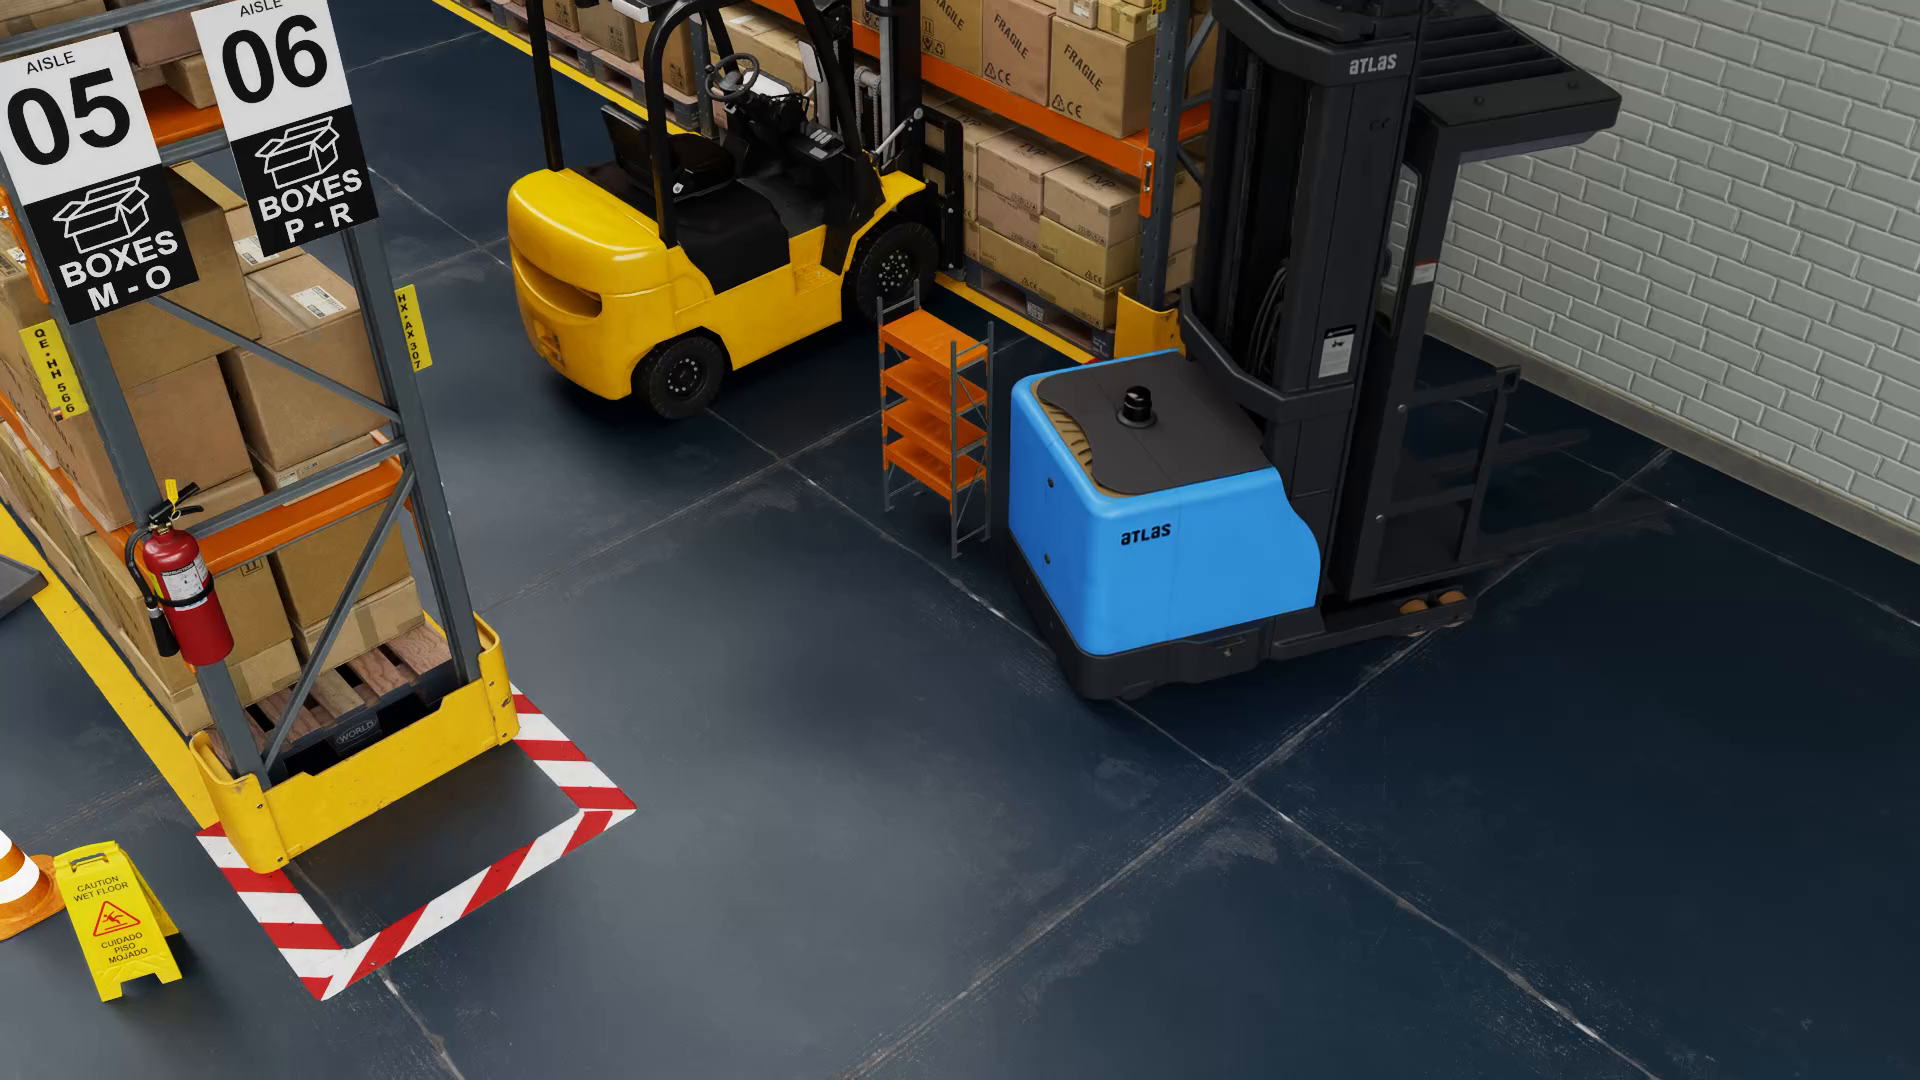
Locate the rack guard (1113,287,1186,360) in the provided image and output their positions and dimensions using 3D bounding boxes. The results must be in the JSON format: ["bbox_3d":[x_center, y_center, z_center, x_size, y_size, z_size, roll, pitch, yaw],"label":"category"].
[{"bbox_3d":[1.356,-1.290,9.158,1.175,0.500,0.348,-30,48,-32],"label":"rack guard"}]

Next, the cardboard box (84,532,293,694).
[{"bbox_3d":[-3.048,0.192,6.591,0.500,0.500,0.500,-30,47,-31],"label":"cardboard box"}]

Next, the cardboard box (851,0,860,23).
[{"bbox_3d":[-0.550,-3.380,9.676,0.500,0.500,0.500,-30,48,-32],"label":"cardboard box"}]

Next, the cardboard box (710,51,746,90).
[{"bbox_3d":[-1.266,-3.058,10.814,0.500,0.250,0.500,-30,48,-32],"label":"cardboard box"}]

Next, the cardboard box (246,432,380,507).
[{"bbox_3d":[-2.391,-0.310,6.155,0.380,0.149,0.250,-30,48,-32],"label":"cardboard box"}]

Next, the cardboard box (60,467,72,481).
[{"bbox_3d":[-3.135,-0.345,6.198,0.380,0.149,0.250,-31,48,-32],"label":"cardboard box"}]

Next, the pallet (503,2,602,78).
[{"bbox_3d":[-2.722,-3.930,12.655,1.003,0.211,1.213,-30,48,-32],"label":"pallet"}]

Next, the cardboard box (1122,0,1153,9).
[{"bbox_3d":[0.942,-2.757,8.152,0.380,0.149,0.250,-30,48,-32],"label":"cardboard box"}]

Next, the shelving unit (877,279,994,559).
[{"bbox_3d":[-0.112,-0.543,7.676,0.258,1.200,0.503,-30,48,-32],"label":"shelving unit"}]

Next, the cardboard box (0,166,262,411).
[{"bbox_3d":[-2.820,-0.850,5.511,0.700,0.500,0.500,-31,48,-33],"label":"cardboard box"}]

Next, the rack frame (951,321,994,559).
[{"bbox_3d":[0.053,-0.430,7.536,0.240,1.200,0.015,-30,48,-32],"label":"rack frame"}]

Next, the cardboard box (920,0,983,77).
[{"bbox_3d":[0.123,-2.910,9.094,0.500,0.500,0.500,-31,48,-32],"label":"cardboard box"}]

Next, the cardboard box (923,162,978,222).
[{"bbox_3d":[0.084,-2.121,9.653,0.500,0.250,0.500,-31,48,-33],"label":"cardboard box"}]

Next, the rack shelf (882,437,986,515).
[{"bbox_3d":[-0.112,-0.337,7.843,0.258,0.148,0.480,-30,48,-32],"label":"rack shelf"}]

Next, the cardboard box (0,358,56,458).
[{"bbox_3d":[-3.219,-0.685,6.103,0.500,0.500,0.500,-30,48,-32],"label":"cardboard box"}]

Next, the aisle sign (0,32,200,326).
[{"bbox_3d":[-2.486,-1.022,4.767,0.394,0.787,0.004,-30,48,-32],"label":"aisle sign"}]

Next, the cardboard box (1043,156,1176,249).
[{"bbox_3d":[0.799,-1.837,8.904,0.500,0.250,0.500,-28,47,-30],"label":"cardboard box"}]

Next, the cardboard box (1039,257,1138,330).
[{"bbox_3d":[0.789,-1.451,9.221,0.500,0.250,0.500,-30,47,-31],"label":"cardboard box"}]

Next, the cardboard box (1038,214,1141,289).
[{"bbox_3d":[0.780,-1.655,9.075,0.500,0.250,0.500,-31,48,-32],"label":"cardboard box"}]

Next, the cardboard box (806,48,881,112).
[{"bbox_3d":[-0.586,-2.784,10.076,0.500,0.250,0.500,-28,47,-30],"label":"cardboard box"}]

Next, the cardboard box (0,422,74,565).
[{"bbox_3d":[-3.739,-0.285,7.181,0.500,0.500,0.500,-31,48,-33],"label":"cardboard box"}]

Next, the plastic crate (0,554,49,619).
[{"bbox_3d":[-4.561,0.197,7.651,0.583,0.080,0.402,18,42,21],"label":"plastic crate"}]

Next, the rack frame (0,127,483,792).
[{"bbox_3d":[-2.314,-0.163,5.772,1.000,3.000,0.127,-30,48,-32],"label":"rack frame"}]

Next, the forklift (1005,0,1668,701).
[{"bbox_3d":[1.781,-1.011,6.877,3.031,2.935,1.130,-12,40,-15],"label":"forklift"}]

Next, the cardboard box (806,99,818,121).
[{"bbox_3d":[-0.592,-2.589,10.232,0.500,0.250,0.500,-30,48,-32],"label":"cardboard box"}]

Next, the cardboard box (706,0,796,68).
[{"bbox_3d":[-1.270,-3.251,10.654,0.500,0.250,0.500,-31,48,-32],"label":"cardboard box"}]

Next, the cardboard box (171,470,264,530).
[{"bbox_3d":[-2.724,-0.147,5.953,0.380,0.149,0.250,-28,47,-30],"label":"cardboard box"}]

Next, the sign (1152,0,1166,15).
[{"bbox_3d":[0.931,-2.592,7.670,0.100,0.325,0.005,-30,48,-32],"label":"sign"}]

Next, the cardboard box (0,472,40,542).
[{"bbox_3d":[-4.089,-0.233,7.714,0.500,0.250,0.500,-31,48,-32],"label":"cardboard box"}]

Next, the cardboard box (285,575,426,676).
[{"bbox_3d":[-2.656,0.253,7.112,0.500,0.250,0.500,-30,48,-32],"label":"cardboard box"}]

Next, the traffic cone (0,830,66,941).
[{"bbox_3d":[-3.555,1.173,6.137,0.336,0.463,0.334,-30,48,-32],"label":"traffic cone"}]

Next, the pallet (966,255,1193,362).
[{"bbox_3d":[0.792,-1.525,9.678,1.003,0.211,1.213,-30,48,-32],"label":"pallet"}]

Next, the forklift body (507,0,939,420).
[{"bbox_3d":[-1.287,-2.046,8.780,2.313,2.155,1.214,-30,48,-32],"label":"forklift body"}]

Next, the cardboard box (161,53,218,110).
[{"bbox_3d":[-2.299,-1.524,5.270,0.380,0.149,0.250,-30,48,-32],"label":"cardboard box"}]

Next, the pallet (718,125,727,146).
[{"bbox_3d":[-0.859,-2.655,11.077,1.003,0.211,1.213,-30,48,-32],"label":"pallet"}]

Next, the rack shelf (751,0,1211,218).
[{"bbox_3d":[-0.013,-2.920,9.758,1.077,0.370,4.000,-30,48,-32],"label":"rack shelf"}]

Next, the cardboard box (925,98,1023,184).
[{"bbox_3d":[0.100,-2.300,9.477,0.500,0.250,0.500,-29,47,-31],"label":"cardboard box"}]

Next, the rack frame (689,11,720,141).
[{"bbox_3d":[-1.366,-4.125,10.678,1.000,3.000,0.127,-30,48,-32],"label":"rack frame"}]

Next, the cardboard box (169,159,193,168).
[{"bbox_3d":[-3.478,-1.360,6.938,0.500,0.500,0.500,-31,48,-33],"label":"cardboard box"}]

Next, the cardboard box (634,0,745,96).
[{"bbox_3d":[-1.727,-3.602,11.586,0.875,0.625,0.625,-28,46,-30],"label":"cardboard box"}]

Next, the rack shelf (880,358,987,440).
[{"bbox_3d":[-0.112,-0.665,7.577,0.258,0.148,0.480,-30,48,-32],"label":"rack shelf"}]

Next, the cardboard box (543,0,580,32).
[{"bbox_3d":[-2.756,-4.311,12.464,0.875,0.625,0.625,-32,49,-33],"label":"cardboard box"}]

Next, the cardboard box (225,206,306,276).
[{"bbox_3d":[-2.783,-0.893,6.360,0.500,0.500,0.500,-28,47,-31],"label":"cardboard box"}]

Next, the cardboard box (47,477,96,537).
[{"bbox_3d":[-3.346,-0.202,6.562,0.380,0.149,0.250,-29,47,-31],"label":"cardboard box"}]

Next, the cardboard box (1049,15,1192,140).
[{"bbox_3d":[0.814,-2.429,8.499,0.500,0.500,0.500,-31,48,-33],"label":"cardboard box"}]

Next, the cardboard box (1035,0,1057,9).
[{"bbox_3d":[0.574,-2.858,8.514,0.380,0.149,0.250,-29,47,-31],"label":"cardboard box"}]

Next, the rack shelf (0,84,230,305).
[{"bbox_3d":[-3.667,-1.976,6.202,1.077,0.370,4.000,-30,48,-32],"label":"rack shelf"}]

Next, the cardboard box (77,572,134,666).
[{"bbox_3d":[-3.403,0.240,7.127,0.500,0.250,0.500,-30,48,-32],"label":"cardboard box"}]

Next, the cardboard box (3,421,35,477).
[{"bbox_3d":[-3.690,-0.442,6.859,0.380,0.149,0.250,-28,47,-30],"label":"cardboard box"}]

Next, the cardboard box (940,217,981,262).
[{"bbox_3d":[0.128,-1.920,9.803,0.500,0.250,0.500,-29,47,-31],"label":"cardboard box"}]

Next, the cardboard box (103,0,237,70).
[{"bbox_3d":[-2.458,-1.733,5.212,0.500,0.250,0.500,-31,48,-32],"label":"cardboard box"}]

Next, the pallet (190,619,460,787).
[{"bbox_3d":[-2.889,0.496,7.176,1.003,0.211,1.213,-30,48,-32],"label":"pallet"}]

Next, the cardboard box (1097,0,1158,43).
[{"bbox_3d":[0.899,-2.607,8.202,0.380,0.149,0.250,-29,47,-31],"label":"cardboard box"}]
